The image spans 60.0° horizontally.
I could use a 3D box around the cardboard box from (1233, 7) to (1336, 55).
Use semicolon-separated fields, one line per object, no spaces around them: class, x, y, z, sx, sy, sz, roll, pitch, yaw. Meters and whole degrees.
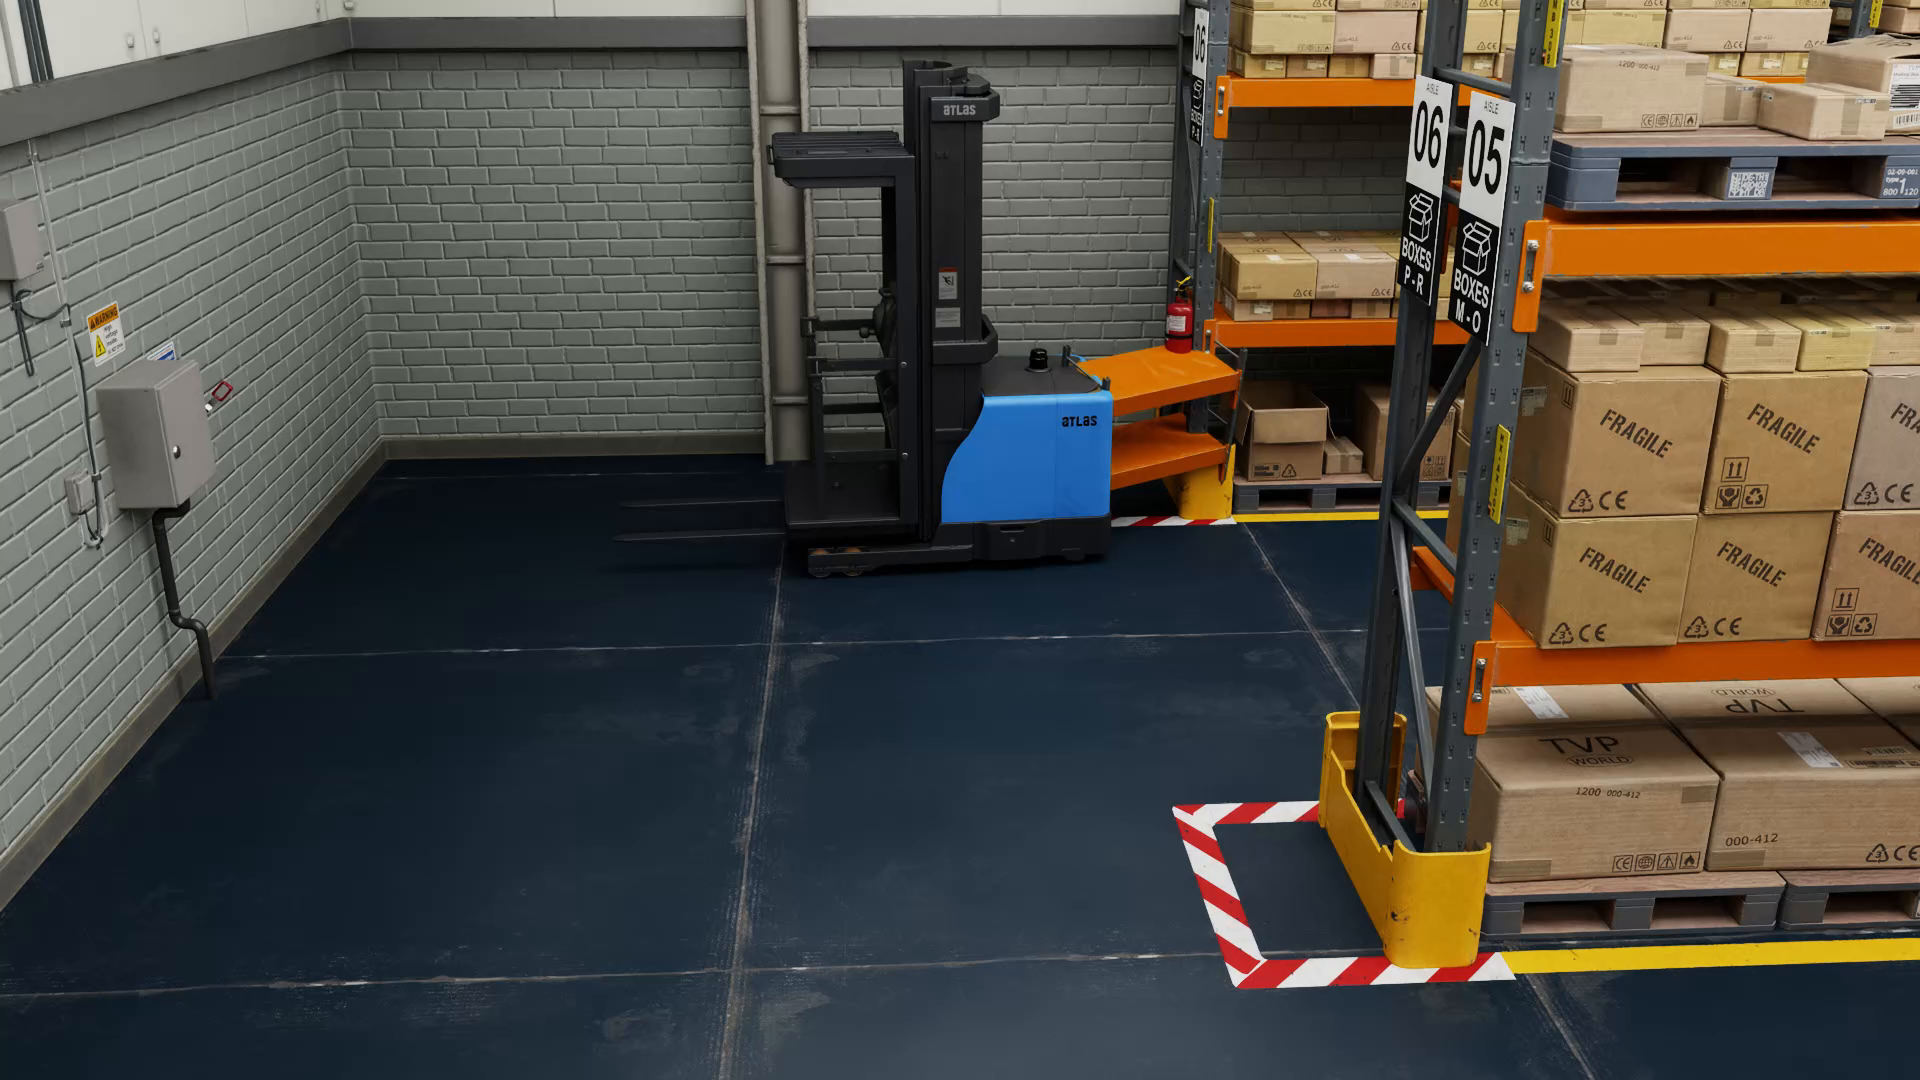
cardboard box;1.981;-3.125;10.190;0.500;0.250;0.500;-1;21;-4

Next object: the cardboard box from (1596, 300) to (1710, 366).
cardboard box;2.437;-0.736;5.880;0.250;0.149;0.380;-1;21;-2

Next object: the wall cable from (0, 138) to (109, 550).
wall cable;-3.912;-0.835;7.170;0.122;1.984;0.588;-1;21;-3

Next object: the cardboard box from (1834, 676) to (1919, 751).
cardboard box;4.276;0.934;6.963;0.875;0.438;0.875;-2;21;-5

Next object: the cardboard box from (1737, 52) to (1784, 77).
cardboard box;4.929;-2.992;10.401;0.250;0.149;0.380;-1;21;-3

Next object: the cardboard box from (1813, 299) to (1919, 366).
cardboard box;3.224;-0.736;5.881;0.250;0.149;0.380;-1;21;-3

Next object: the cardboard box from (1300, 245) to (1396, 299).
cardboard box;2.494;-1.735;10.755;0.500;0.250;0.500;-1;21;-2

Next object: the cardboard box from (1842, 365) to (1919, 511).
cardboard box;3.334;-0.428;5.983;0.500;0.500;0.500;-1;21;-3

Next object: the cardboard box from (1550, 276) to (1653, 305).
cardboard box;2.408;-0.888;6.281;0.250;0.149;0.380;-1;21;-2

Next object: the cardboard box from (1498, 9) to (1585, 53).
cardboard box;3.514;-3.167;10.301;0.500;0.250;0.500;-1;21;-4

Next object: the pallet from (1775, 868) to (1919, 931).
pallet;3.818;1.256;7.025;1.213;0.211;1.003;-1;21;-3

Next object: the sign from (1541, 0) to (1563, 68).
sign;1.835;-1.629;5.129;0.005;0.325;0.100;-1;21;-3

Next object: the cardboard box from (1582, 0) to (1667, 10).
cardboard box;4.013;-3.411;10.240;0.500;0.250;0.500;-1;21;-2

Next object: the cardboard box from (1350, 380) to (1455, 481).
cardboard box;2.994;-0.753;11.305;0.500;0.500;0.700;0;21;-1

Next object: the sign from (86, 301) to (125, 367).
sign;-3.997;-0.968;7.786;0.001;0.242;0.339;-1;21;-3

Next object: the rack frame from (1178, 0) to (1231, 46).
rack frame;1.522;-4.546;9.914;0.127;3.000;1.000;-1;21;-3

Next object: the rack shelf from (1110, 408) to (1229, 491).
rack shelf;1.168;-0.522;10.762;1.000;0.278;0.538;-14;38;-25

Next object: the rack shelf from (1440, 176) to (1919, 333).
rack shelf;3.806;-1.085;6.051;4.000;0.370;1.077;-1;21;-3

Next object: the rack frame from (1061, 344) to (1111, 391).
rack frame;0.736;-0.615;10.411;0.032;1.125;0.500;-14;38;-25

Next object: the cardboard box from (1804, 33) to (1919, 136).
cardboard box;3.306;-1.595;5.773;0.500;0.311;0.500;-1;21;-2

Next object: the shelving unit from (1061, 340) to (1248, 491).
shelving unit;1.182;-0.726;10.627;1.048;1.125;0.538;-14;38;-25

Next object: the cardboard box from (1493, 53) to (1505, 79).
cardboard box;3.390;-2.947;10.284;0.250;0.149;0.380;-1;21;-3

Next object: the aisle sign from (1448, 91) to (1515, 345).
aisle sign;1.754;-1.090;5.614;0.004;0.787;0.394;-1;21;-3

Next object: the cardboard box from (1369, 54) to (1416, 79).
cardboard box;2.626;-2.933;10.246;0.250;0.149;0.380;-1;21;-2

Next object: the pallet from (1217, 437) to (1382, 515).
pallet;2.394;-0.457;11.525;1.213;0.211;1.003;-1;21;-3

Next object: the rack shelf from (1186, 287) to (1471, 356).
rack shelf;3.519;-1.447;11.216;4.000;0.370;1.077;-1;21;-3

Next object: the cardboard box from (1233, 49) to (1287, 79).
cardboard box;1.854;-2.951;10.293;0.250;0.149;0.380;-1;21;-2

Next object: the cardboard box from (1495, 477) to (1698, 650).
cardboard box;2.305;0.066;6.090;0.500;0.500;0.500;-1;21;-3

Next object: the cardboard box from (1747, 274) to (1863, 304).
cardboard box;3.180;-0.894;6.297;0.250;0.149;0.380;-1;21;-4

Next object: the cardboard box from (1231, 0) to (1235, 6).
cardboard box;1.950;-3.555;10.617;0.500;0.250;0.500;-2;21;-5

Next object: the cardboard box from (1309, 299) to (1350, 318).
cardboard box;2.378;-1.573;10.891;0.250;0.149;0.380;-1;21;-4

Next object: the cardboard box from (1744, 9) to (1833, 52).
cardboard box;5.048;-3.196;10.376;0.500;0.250;0.500;-1;21;-3

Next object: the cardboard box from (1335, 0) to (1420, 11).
cardboard box;2.488;-3.370;10.132;0.500;0.250;0.500;-1;21;-3

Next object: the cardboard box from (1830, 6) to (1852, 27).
cardboard box;5.814;-3.382;10.694;0.250;0.149;0.380;-1;21;-3

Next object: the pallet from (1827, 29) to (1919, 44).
pallet;6.171;-3.126;10.664;1.003;0.211;1.213;-1;21;-3

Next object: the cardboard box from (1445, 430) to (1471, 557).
cardboard box;2.276;-0.130;6.605;0.500;0.500;0.500;-1;21;-3

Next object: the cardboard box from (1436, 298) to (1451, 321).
cardboard box;3.155;-1.543;10.810;0.250;0.149;0.380;-2;21;-5

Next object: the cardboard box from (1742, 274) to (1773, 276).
cardboard box;5.021;-1.796;10.914;0.500;0.250;0.500;-1;21;-2

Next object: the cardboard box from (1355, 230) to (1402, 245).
cardboard box;2.976;-1.933;11.276;0.500;0.250;0.500;-1;21;-1

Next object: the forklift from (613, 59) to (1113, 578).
forklift;-0.624;-1.343;10.029;3.031;2.935;1.130;-2;21;-7

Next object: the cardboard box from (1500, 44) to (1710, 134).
cardboard box;2.253;-1.595;5.859;0.500;0.250;0.500;-3;21;-8
